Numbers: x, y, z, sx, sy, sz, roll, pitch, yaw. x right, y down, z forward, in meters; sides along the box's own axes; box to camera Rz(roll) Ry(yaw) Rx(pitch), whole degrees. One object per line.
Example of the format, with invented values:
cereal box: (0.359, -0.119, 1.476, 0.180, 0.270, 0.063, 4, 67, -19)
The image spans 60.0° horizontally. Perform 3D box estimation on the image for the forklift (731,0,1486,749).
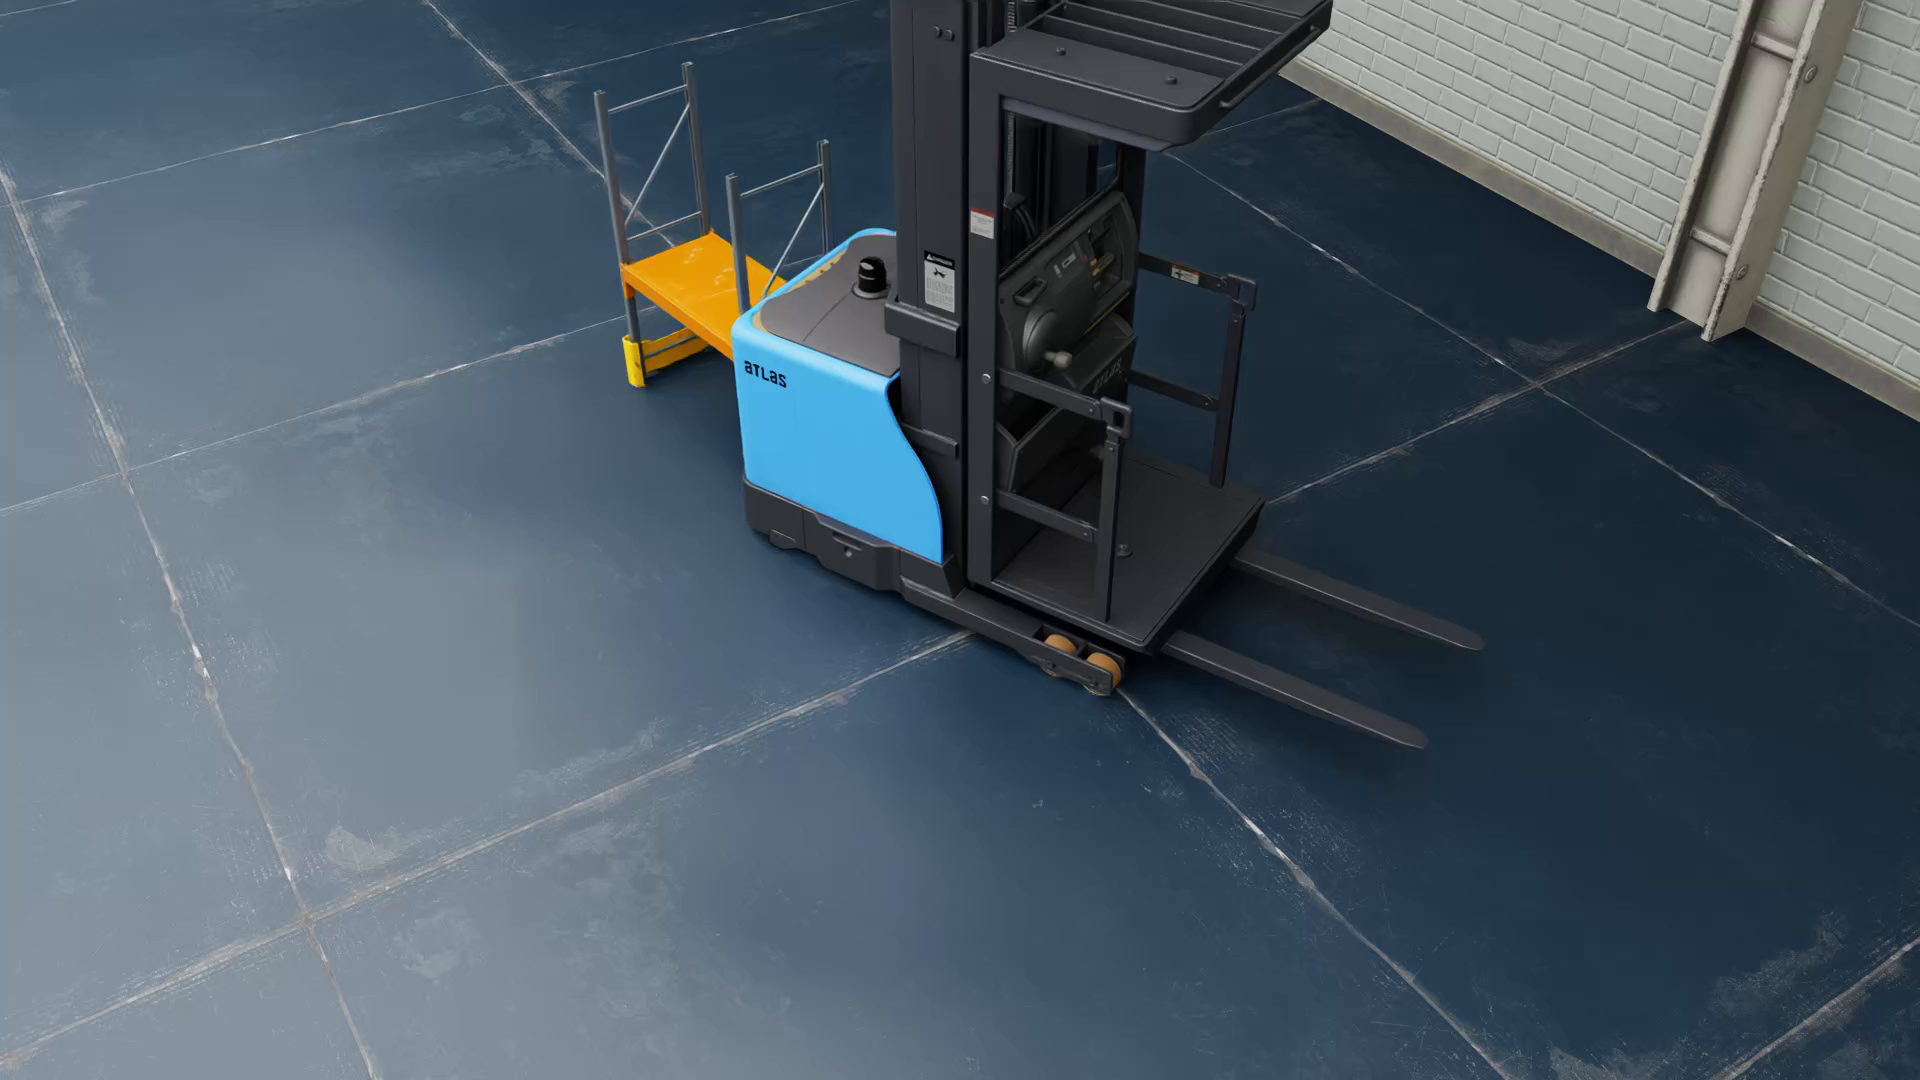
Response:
forklift: (0.583, -0.907, 6.049, 3.031, 2.935, 1.130, 23, 45, 25)

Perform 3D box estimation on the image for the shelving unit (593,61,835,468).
shelving unit: (-1.064, -1.219, 7.541, 0.587, 1.500, 1.083, -29, 48, -30)

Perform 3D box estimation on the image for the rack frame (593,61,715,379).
rack frame: (-1.399, -1.471, 7.844, 0.500, 1.500, 0.032, -29, 48, -30)

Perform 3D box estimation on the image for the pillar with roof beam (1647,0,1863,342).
pillar with roof beam: (0.203, -3.141, 3.990, 9.100, 9.000, 0.400, -22, 45, -24)

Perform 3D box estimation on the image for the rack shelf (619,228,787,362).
rack shelf: (-1.069, -1.085, 7.662, 0.538, 0.185, 1.000, -29, 48, -30)

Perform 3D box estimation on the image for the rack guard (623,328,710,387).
rack guard: (-1.387, -0.981, 8.232, 0.587, 0.250, 0.087, -29, 48, -30)

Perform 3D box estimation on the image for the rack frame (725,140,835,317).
rack frame: (-0.740, -0.976, 7.249, 0.500, 1.500, 0.032, -29, 48, -30)

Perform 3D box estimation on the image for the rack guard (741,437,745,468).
rack guard: (-0.740, -0.496, 7.650, 0.587, 0.250, 0.087, -29, 48, -30)
